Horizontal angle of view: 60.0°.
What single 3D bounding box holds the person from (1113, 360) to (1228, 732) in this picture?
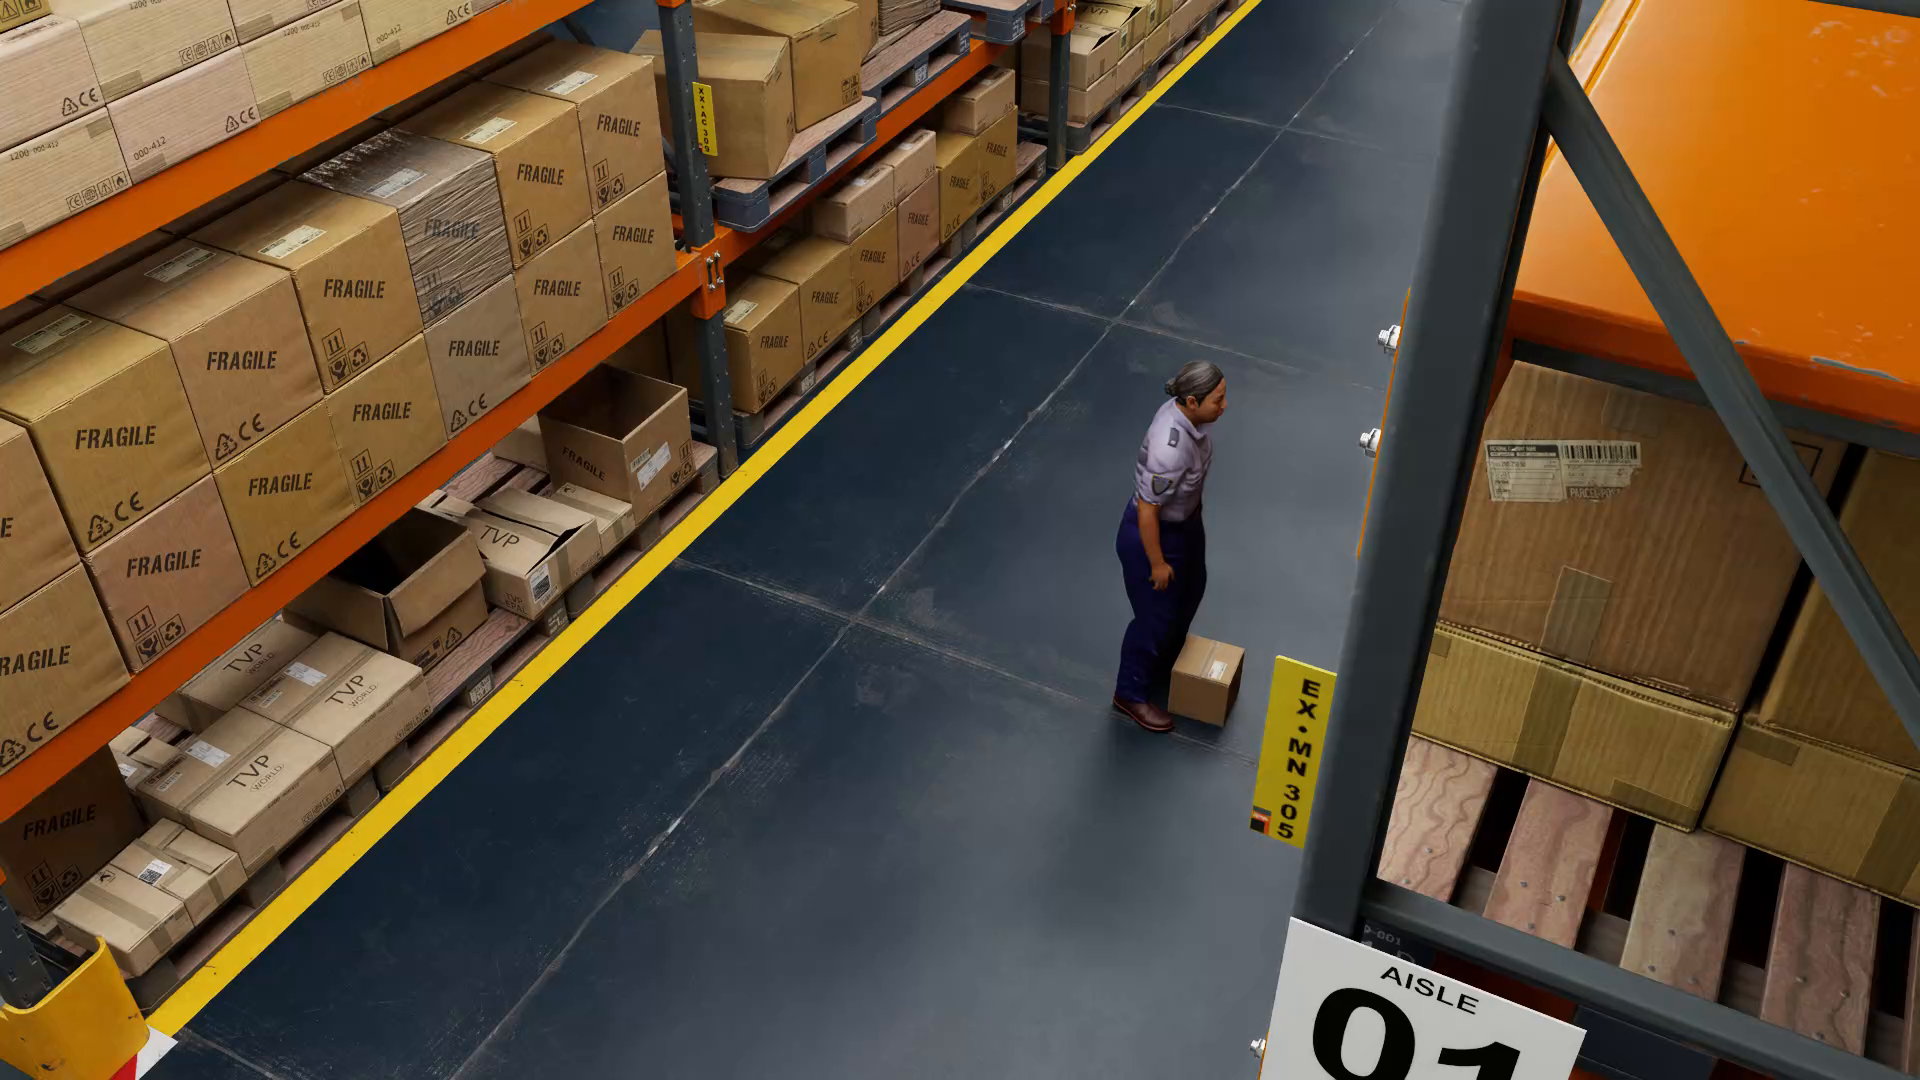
[{"bbox_3d":[0.868,-0.010,6.766,0.421,1.652,0.564,16,41,19],"label":"person"}]
